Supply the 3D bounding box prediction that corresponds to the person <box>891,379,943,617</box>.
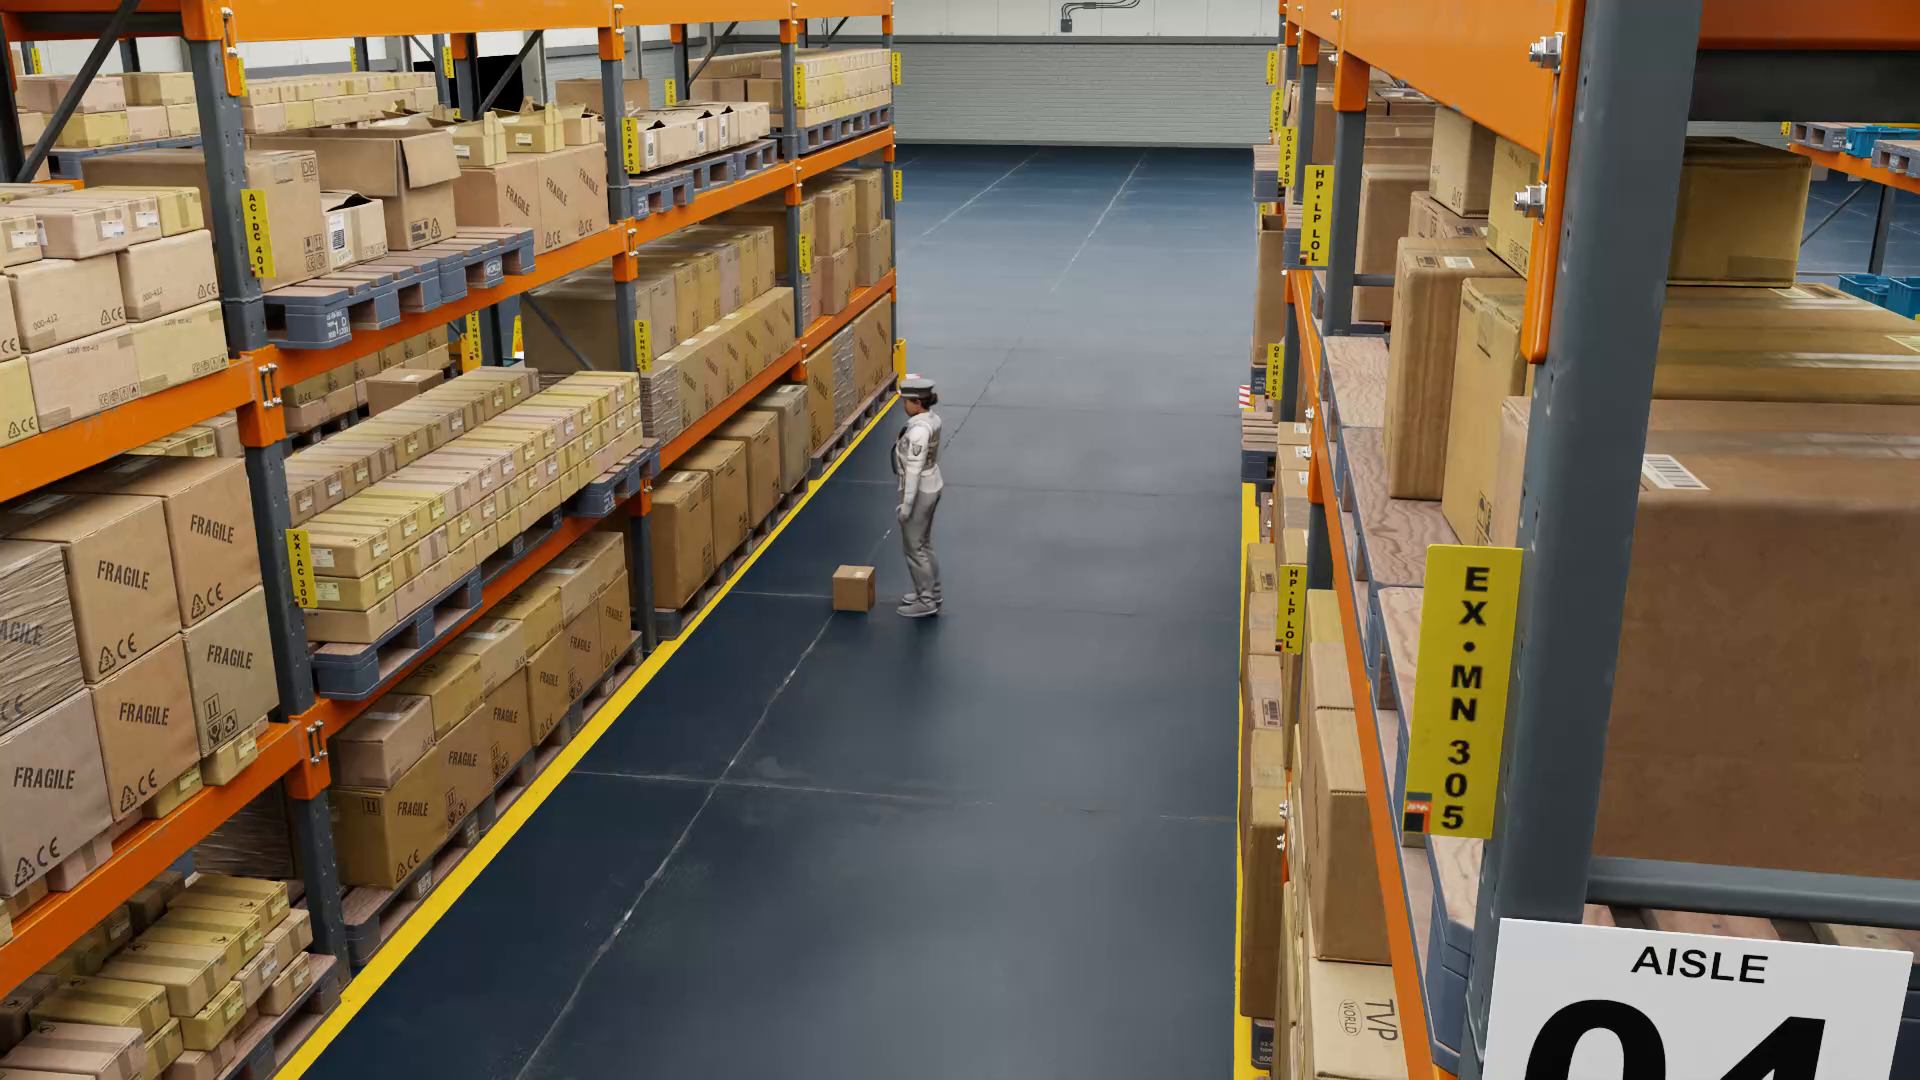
[{"bbox_3d":[-0.291,-0.294,11.476,0.328,1.666,0.470,3,18,10],"label":"person"}]
